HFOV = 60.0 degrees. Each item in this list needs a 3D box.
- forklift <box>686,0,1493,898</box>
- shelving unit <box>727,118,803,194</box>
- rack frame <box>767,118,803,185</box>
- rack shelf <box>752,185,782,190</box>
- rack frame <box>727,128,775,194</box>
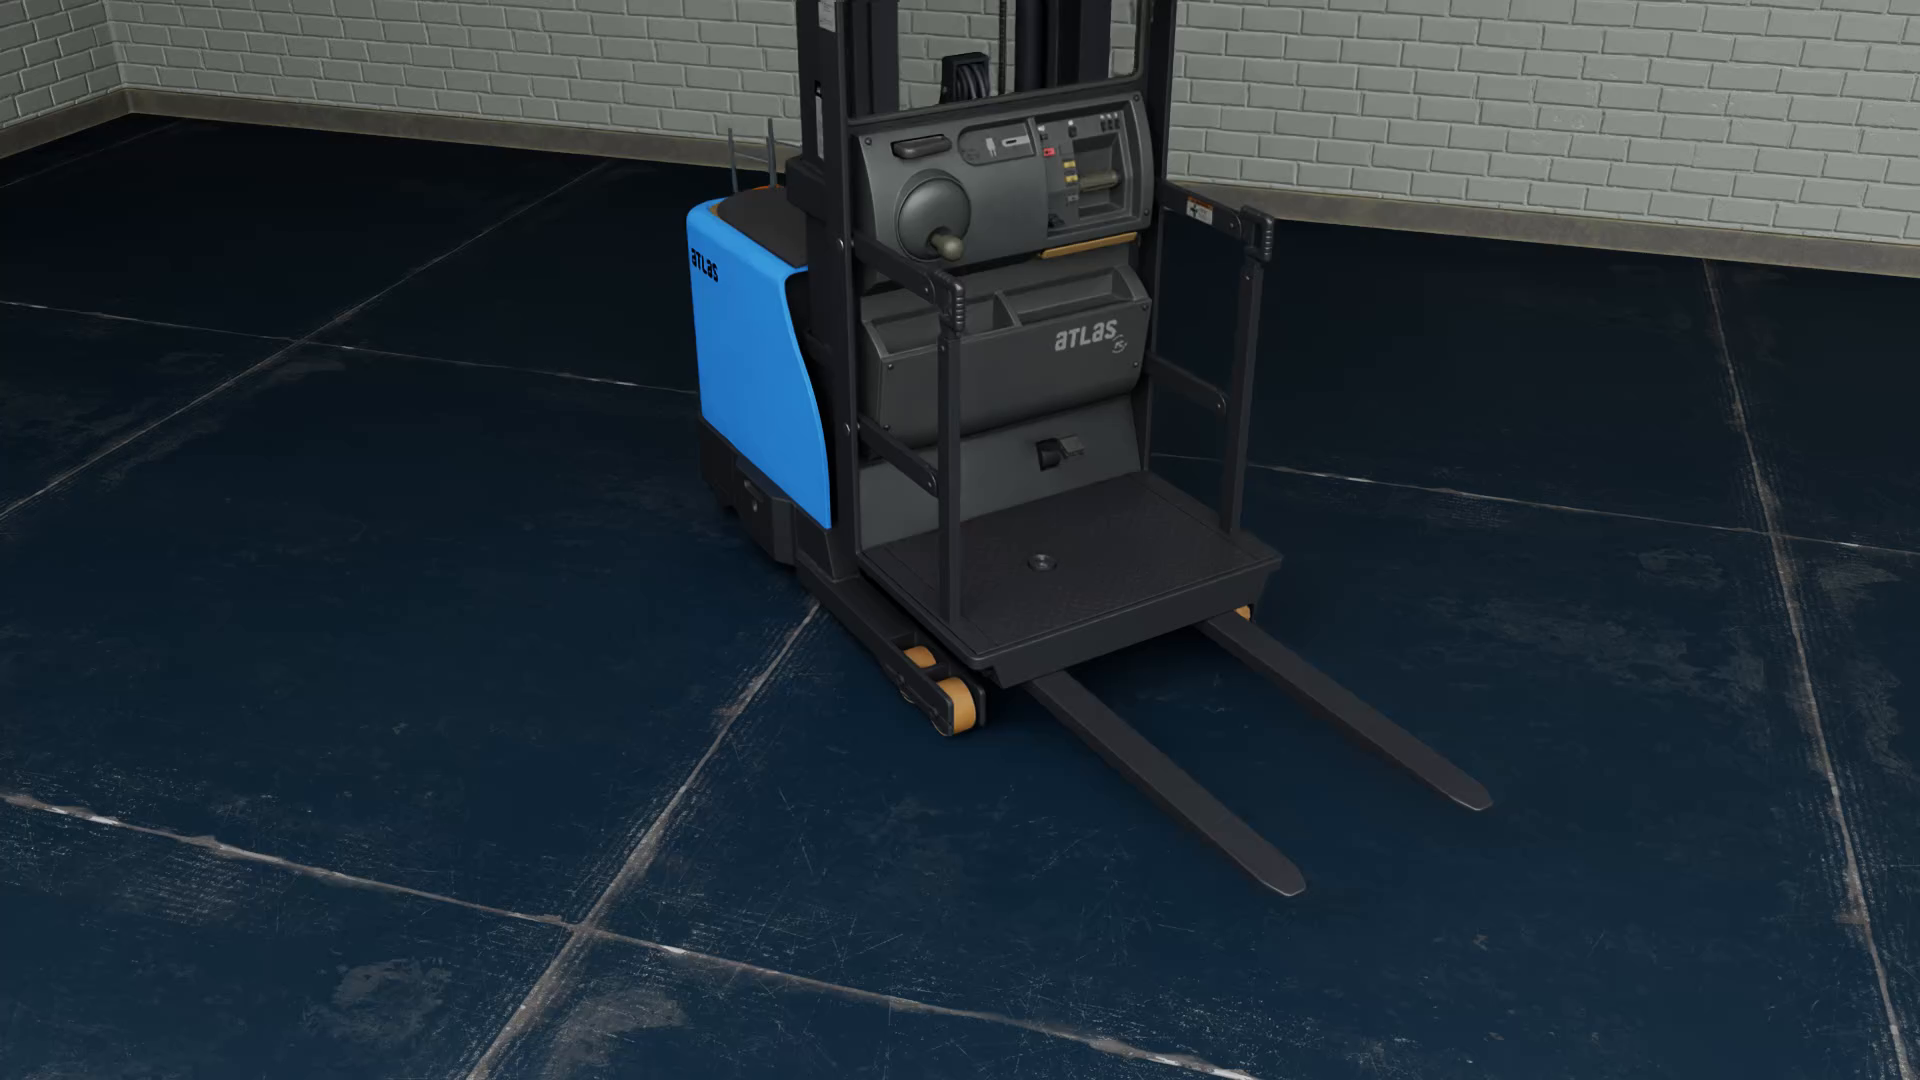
[{"bbox_3d":[0.257,-0.980,4.497,1.130,2.935,3.031,-16,33,-27],"label":"forklift"},{"bbox_3d":[-0.657,-0.929,6.172,0.189,1.200,0.258,-26,35,-38],"label":"shelving unit"},{"bbox_3d":[-0.592,-0.960,6.229,0.006,1.200,0.240,-26,35,-38],"label":"rack frame"},{"bbox_3d":[-0.667,-1.209,6.029,0.180,0.103,0.258,-26,35,-38],"label":"rack shelf"},{"bbox_3d":[-0.722,-0.897,6.116,0.006,1.200,0.240,-26,35,-38],"label":"rack frame"}]
